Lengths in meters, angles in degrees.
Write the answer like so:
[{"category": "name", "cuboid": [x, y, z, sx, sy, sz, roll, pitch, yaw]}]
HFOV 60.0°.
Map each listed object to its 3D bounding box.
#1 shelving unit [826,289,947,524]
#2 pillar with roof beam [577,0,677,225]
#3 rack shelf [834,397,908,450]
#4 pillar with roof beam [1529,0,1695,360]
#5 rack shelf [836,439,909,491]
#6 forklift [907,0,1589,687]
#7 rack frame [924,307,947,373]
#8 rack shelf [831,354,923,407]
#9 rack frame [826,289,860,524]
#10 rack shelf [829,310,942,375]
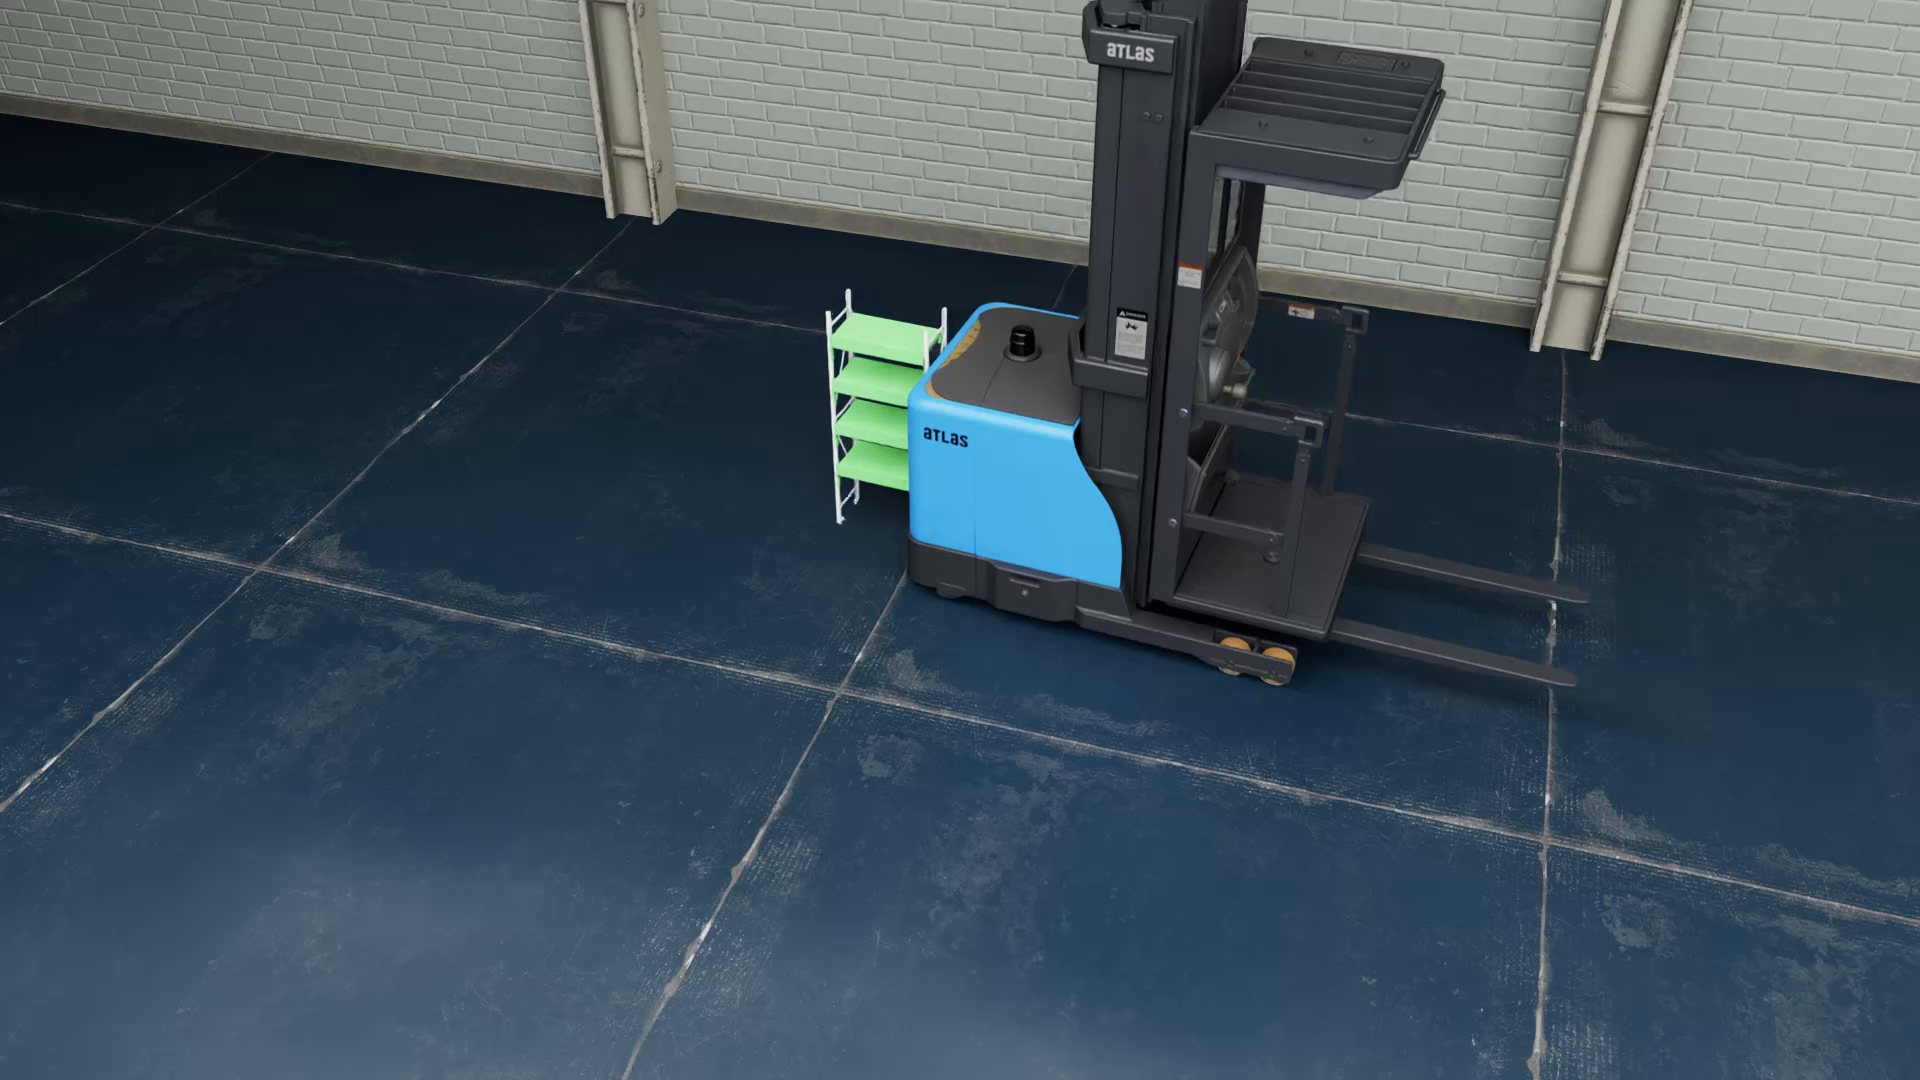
[{"category": "shelving unit", "cuboid": [-0.339, -0.578, 8.024, 0.503, 1.200, 0.258, 13, 38, 17]}, {"category": "pillar with roof beam", "cuboid": [-3.433, -3.414, 5.297, 0.400, 9.000, 9.100, 10, 38, 14]}, {"category": "rack shelf", "cuboid": [-0.339, -0.527, 8.062, 0.480, 0.148, 0.258, 13, 38, 17]}, {"category": "pillar with roof beam", "cuboid": [2.294, -2.353, 3.856, 0.400, 9.000, 9.100, 10, 38, 14]}, {"category": "rack shelf", "cuboid": [-0.339, -0.334, 8.204, 0.480, 0.148, 0.258, 13, 38, 17]}, {"category": "forklift", "cuboid": [1.321, -0.895, 6.994, 3.031, 2.935, 1.130, 13, 38, 17]}, {"category": "rack frame", "cuboid": [-0.112, -0.526, 7.952, 0.015, 1.200, 0.240, 13, 38, 17]}, {"category": "rack shelf", "cuboid": [-0.339, -0.720, 7.919, 0.480, 0.148, 0.258, 13, 38, 17]}, {"category": "rack frame", "cuboid": [-0.566, -0.631, 8.096, 0.015, 1.200, 0.240, 13, 38, 17]}, {"category": "rack shelf", "cuboid": [-0.339, -0.914, 7.777, 0.480, 0.148, 0.258, 13, 38, 17]}]
